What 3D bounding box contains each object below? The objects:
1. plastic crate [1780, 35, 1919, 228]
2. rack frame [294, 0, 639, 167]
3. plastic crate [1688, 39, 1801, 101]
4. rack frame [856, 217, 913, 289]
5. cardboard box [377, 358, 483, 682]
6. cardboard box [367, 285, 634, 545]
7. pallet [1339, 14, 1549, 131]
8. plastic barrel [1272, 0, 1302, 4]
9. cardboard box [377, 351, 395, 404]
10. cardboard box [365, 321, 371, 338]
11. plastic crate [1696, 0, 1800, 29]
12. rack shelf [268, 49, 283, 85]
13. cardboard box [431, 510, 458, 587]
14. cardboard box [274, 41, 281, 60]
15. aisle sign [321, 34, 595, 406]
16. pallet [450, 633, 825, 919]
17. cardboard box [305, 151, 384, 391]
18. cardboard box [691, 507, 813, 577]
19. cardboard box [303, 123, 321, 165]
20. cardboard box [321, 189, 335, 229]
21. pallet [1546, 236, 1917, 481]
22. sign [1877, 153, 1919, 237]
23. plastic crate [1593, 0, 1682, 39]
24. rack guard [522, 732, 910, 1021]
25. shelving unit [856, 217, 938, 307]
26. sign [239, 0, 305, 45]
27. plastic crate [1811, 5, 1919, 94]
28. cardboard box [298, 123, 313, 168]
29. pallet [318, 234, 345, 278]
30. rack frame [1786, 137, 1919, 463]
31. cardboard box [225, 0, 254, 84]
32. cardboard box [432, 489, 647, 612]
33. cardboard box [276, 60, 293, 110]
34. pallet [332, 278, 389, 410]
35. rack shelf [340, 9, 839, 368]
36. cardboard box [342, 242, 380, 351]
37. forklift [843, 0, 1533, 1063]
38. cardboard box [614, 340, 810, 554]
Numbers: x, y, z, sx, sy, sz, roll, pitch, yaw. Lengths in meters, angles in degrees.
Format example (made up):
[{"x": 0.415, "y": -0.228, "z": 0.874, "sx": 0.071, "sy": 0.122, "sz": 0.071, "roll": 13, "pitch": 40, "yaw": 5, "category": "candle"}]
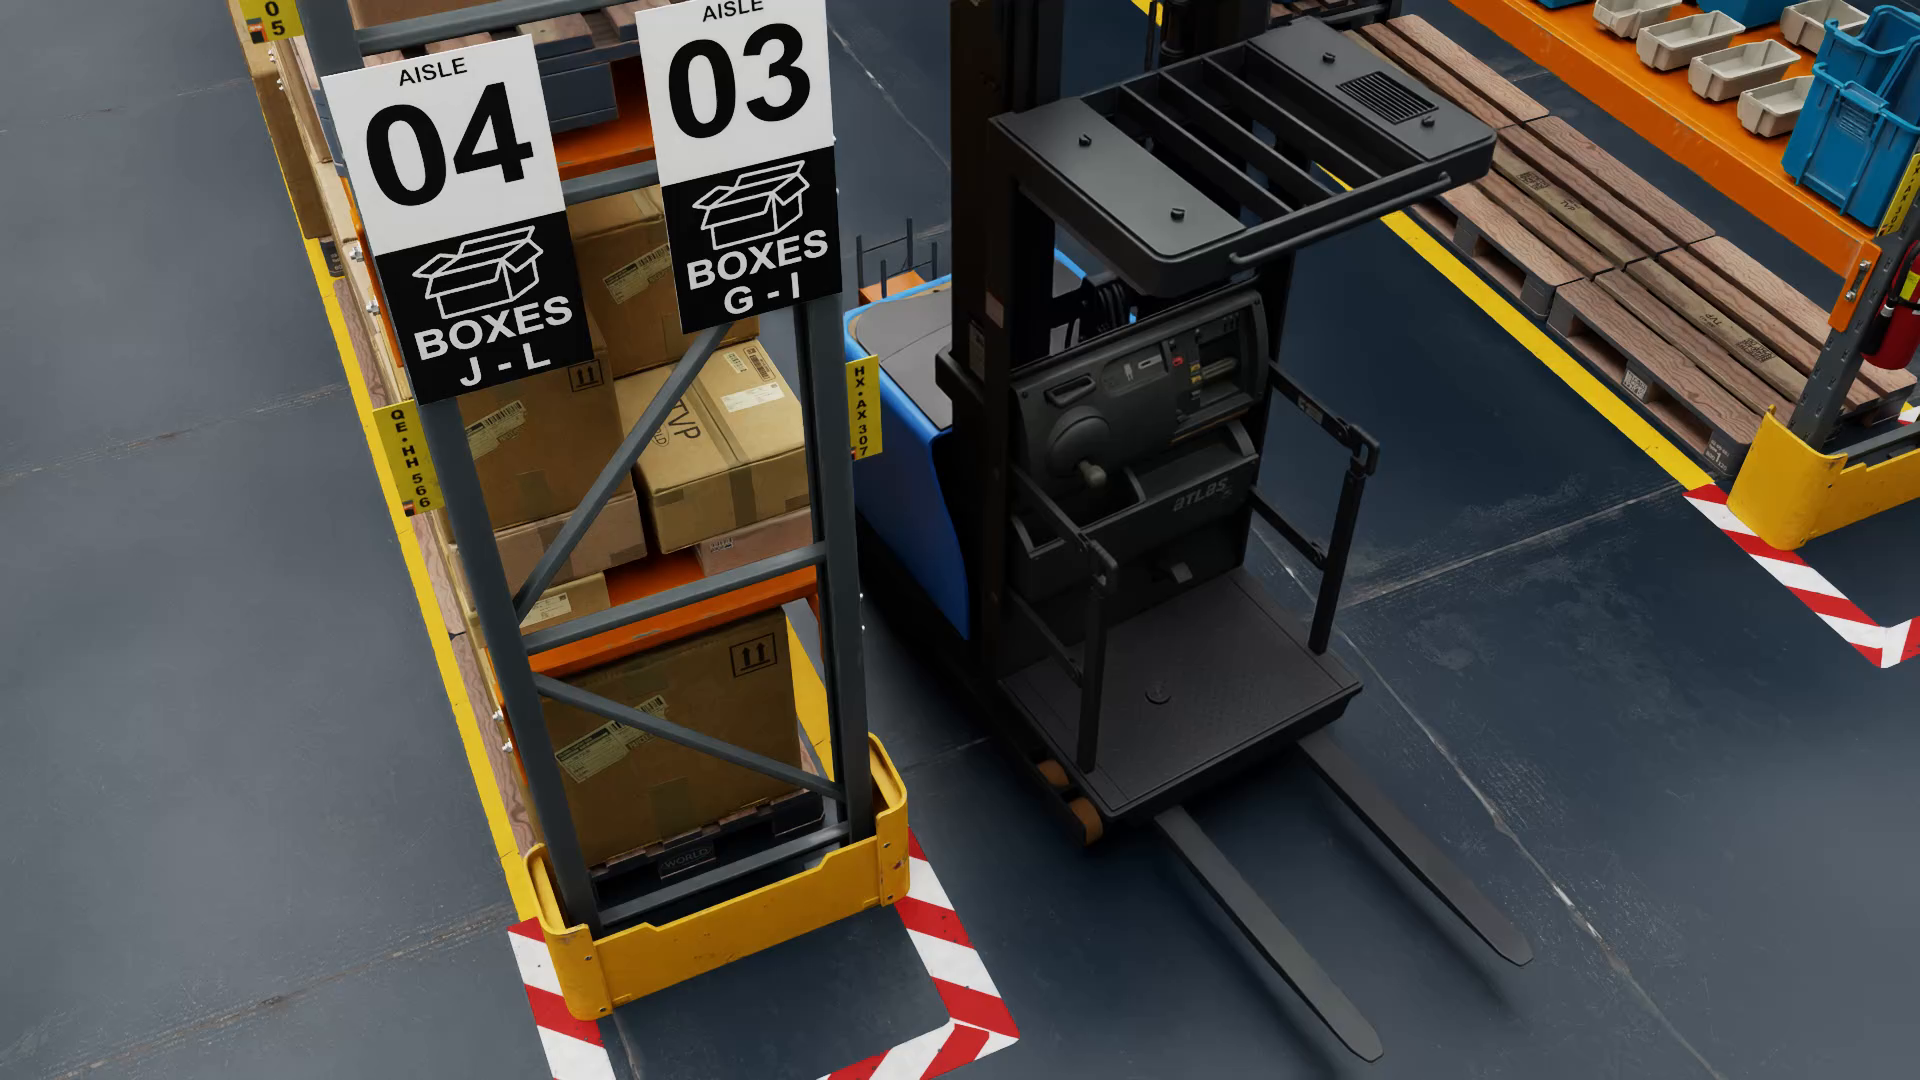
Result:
[{"x": 3.426, "y": -1.494, "z": 6.061, "sx": 0.616, "sy": 0.435, "sz": 0.499, "roll": -18, "pitch": 47, "yaw": -17, "category": "plastic crate"}, {"x": -0.758, "y": -1.975, "z": 2.344, "sx": 1.000, "sy": 3.000, "sz": 0.127, "roll": -18, "pitch": 47, "yaw": -17, "category": "rack frame"}, {"x": 3.120, "y": -1.885, "z": 6.669, "sx": 0.396, "sy": 0.136, "sz": 0.243, "roll": -18, "pitch": 47, "yaw": -17, "category": "plastic crate"}, {"x": -0.284, "y": -0.747, "z": 6.653, "sx": 0.240, "sy": 1.200, "sz": 0.006, "roll": -23, "pitch": 49, "yaw": -22, "category": "rack frame"}, {"x": -1.482, "y": -0.197, "z": 6.027, "sx": 0.875, "sy": 0.875, "sz": 0.875, "roll": -18, "pitch": 47, "yaw": -17, "category": "cardboard box"}, {"x": -1.201, "y": -0.392, "z": 4.372, "sx": 0.500, "sy": 0.500, "sz": 0.500, "roll": -17, "pitch": 47, "yaw": -17, "category": "cardboard box"}, {"x": 2.398, "y": -2.401, "z": 9.033, "sx": 1.003, "sy": 0.211, "sz": 1.213, "roll": -18, "pitch": 47, "yaw": -17, "category": "pallet"}, {"x": 1.841, "y": -3.605, "z": 9.463, "sx": 0.600, "sy": 0.901, "sz": 0.708, "roll": -18, "pitch": 47, "yaw": -17, "category": "plastic barrel"}, {"x": -1.637, "y": -0.530, "z": 5.330, "sx": 0.380, "sy": 0.149, "sz": 0.250, "roll": -19, "pitch": 48, "yaw": -18, "category": "cardboard box"}, {"x": -1.849, "y": -0.854, "z": 5.658, "sx": 0.380, "sy": 0.149, "sz": 0.250, "roll": -17, "pitch": 47, "yaw": -17, "category": "cardboard box"}, {"x": 3.377, "y": -2.357, "z": 7.080, "sx": 0.416, "sy": 0.233, "sz": 0.300, "roll": -18, "pitch": 47, "yaw": -17, "category": "plastic crate"}, {"x": -3.281, "y": -3.407, "z": 8.579, "sx": 1.077, "sy": 0.370, "sz": 4.000, "roll": -18, "pitch": 47, "yaw": -17, "category": "rack shelf"}, {"x": -1.317, "y": -0.045, "z": 4.839, "sx": 0.380, "sy": 0.149, "sz": 0.250, "roll": -18, "pitch": 47, "yaw": -17, "category": "cardboard box"}, {"x": -2.270, "y": -2.011, "z": 6.013, "sx": 0.500, "sy": 0.500, "sz": 0.500, "roll": -18, "pitch": 47, "yaw": -17, "category": "cardboard box"}, {"x": -1.000, "y": -0.630, "z": 3.402, "sx": 0.394, "sy": 0.787, "sz": 0.004, "roll": -18, "pitch": 47, "yaw": -17, "category": "aisle sign"}, {"x": -1.165, "y": 0.667, "z": 5.924, "sx": 1.003, "sy": 0.211, "sz": 1.213, "roll": -18, "pitch": 47, "yaw": -17, "category": "pallet"}, {"x": -2.235, "y": -1.337, "z": 7.183, "sx": 0.875, "sy": 0.875, "sz": 0.875, "roll": -18, "pitch": 47, "yaw": -17, "category": "cardboard box"}, {"x": -0.608, "y": -0.074, "z": 4.868, "sx": 0.380, "sy": 0.149, "sz": 0.250, "roll": -18, "pitch": 47, "yaw": -17, "category": "cardboard box"}, {"x": -2.052, "y": -1.417, "z": 5.946, "sx": 0.500, "sy": 0.250, "sz": 0.500, "roll": -17, "pitch": 47, "yaw": -16, "category": "cardboard box"}, {"x": -2.072, "y": -1.186, "z": 5.996, "sx": 0.380, "sy": 0.149, "sz": 0.250, "roll": -18, "pitch": 47, "yaw": -17, "category": "cardboard box"}, {"x": 3.424, "y": -0.846, "z": 7.458, "sx": 1.003, "sy": 0.211, "sz": 1.213, "roll": -18, "pitch": 47, "yaw": -17, "category": "pallet"}, {"x": 3.244, "y": -1.187, "z": 5.701, "sx": 0.100, "sy": 0.325, "sz": 0.005, "roll": -18, "pitch": 47, "yaw": -17, "category": "sign"}, {"x": 2.839, "y": -2.238, "z": 7.028, "sx": 0.298, "sy": 0.136, "sz": 0.250, "roll": -18, "pitch": 47, "yaw": -17, "category": "plastic crate"}, {"x": -0.748, "y": 1.066, "z": 5.314, "sx": 1.175, "sy": 0.500, "sz": 0.348, "roll": -18, "pitch": 47, "yaw": -17, "category": "rack guard"}, {"x": -0.236, "y": -0.692, "z": 6.597, "sx": 0.258, "sy": 1.200, "sz": 0.189, "roll": -23, "pitch": 49, "yaw": -22, "category": "shelving unit"}, {"x": -1.256, "y": -1.043, "z": 2.961, "sx": 0.100, "sy": 0.325, "sz": 0.005, "roll": -18, "pitch": 47, "yaw": -17, "category": "sign"}, {"x": 3.654, "y": -1.938, "z": 6.655, "sx": 0.416, "sy": 0.233, "sz": 0.300, "roll": -18, "pitch": 47, "yaw": -17, "category": "plastic crate"}, {"x": -2.283, "y": -1.510, "z": 6.324, "sx": 0.380, "sy": 0.149, "sz": 0.250, "roll": -19, "pitch": 48, "yaw": -18, "category": "cardboard box"}, {"x": -2.833, "y": -1.865, "z": 8.490, "sx": 1.003, "sy": 0.211, "sz": 1.213, "roll": -18, "pitch": 47, "yaw": -17, "category": "pallet"}, {"x": 3.736, "y": -1.302, "z": 5.934, "sx": 1.000, "sy": 3.000, "sz": 0.127, "roll": -18, "pitch": 47, "yaw": -17, "category": "rack frame"}, {"x": -3.104, "y": -2.753, "z": 8.618, "sx": 1.225, "sy": 0.875, "sz": 0.875, "roll": -20, "pitch": 48, "yaw": -19, "category": "cardboard box"}, {"x": -1.203, "y": -0.122, "z": 4.633, "sx": 0.500, "sy": 0.250, "sz": 0.500, "roll": -19, "pitch": 48, "yaw": -18, "category": "cardboard box"}, {"x": -2.507, "y": -1.845, "z": 6.663, "sx": 0.380, "sy": 0.149, "sz": 0.250, "roll": -20, "pitch": 48, "yaw": -19, "category": "cardboard box"}, {"x": -2.191, "y": -0.888, "z": 7.500, "sx": 1.003, "sy": 0.211, "sz": 1.213, "roll": -18, "pitch": 47, "yaw": -17, "category": "pallet"}, {"x": -1.599, "y": -1.925, "z": 4.942, "sx": 1.077, "sy": 0.370, "sz": 4.000, "roll": -18, "pitch": 47, "yaw": -17, "category": "rack shelf"}, {"x": -1.630, "y": -0.770, "z": 5.290, "sx": 0.500, "sy": 0.250, "sz": 0.500, "roll": -20, "pitch": 48, "yaw": -19, "category": "cardboard box"}, {"x": 0.693, "y": -0.379, "z": 5.047, "sx": 1.130, "sy": 2.935, "sz": 3.031, "roll": -23, "pitch": 49, "yaw": -22, "category": "forklift"}, {"x": -0.715, "y": -0.277, "z": 4.790, "sx": 0.500, "sy": 0.250, "sz": 0.500, "roll": -19, "pitch": 48, "yaw": -18, "category": "cardboard box"}]
